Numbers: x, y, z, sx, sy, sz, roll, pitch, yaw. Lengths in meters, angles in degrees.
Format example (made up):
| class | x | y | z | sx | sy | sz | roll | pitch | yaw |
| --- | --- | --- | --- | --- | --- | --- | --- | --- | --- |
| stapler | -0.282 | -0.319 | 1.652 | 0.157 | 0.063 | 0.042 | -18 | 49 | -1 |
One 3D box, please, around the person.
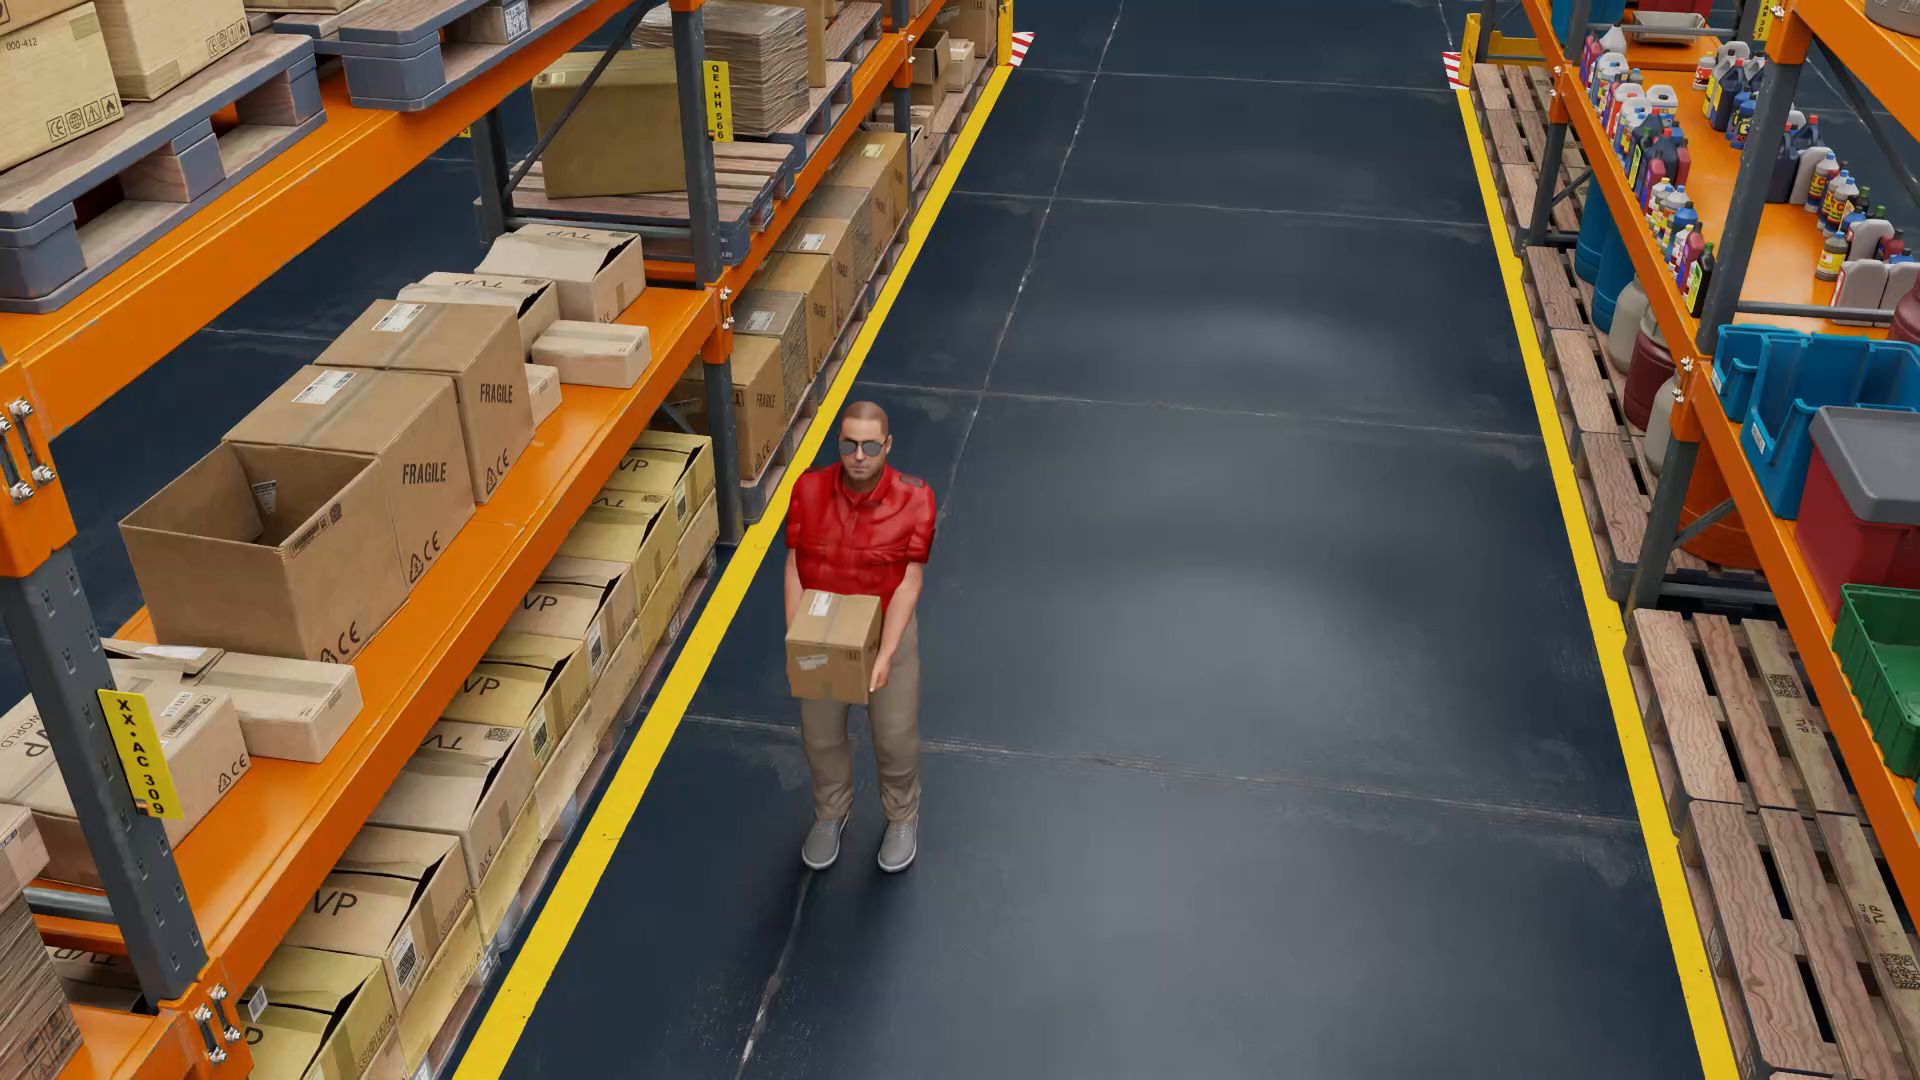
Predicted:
| class | x | y | z | sx | sy | sz | roll | pitch | yaw |
| --- | --- | --- | --- | --- | --- | --- | --- | --- | --- |
| person | -0.346 | 0.385 | 5.552 | 0.493 | 1.712 | 0.530 | 6 | 33 | 9 |
